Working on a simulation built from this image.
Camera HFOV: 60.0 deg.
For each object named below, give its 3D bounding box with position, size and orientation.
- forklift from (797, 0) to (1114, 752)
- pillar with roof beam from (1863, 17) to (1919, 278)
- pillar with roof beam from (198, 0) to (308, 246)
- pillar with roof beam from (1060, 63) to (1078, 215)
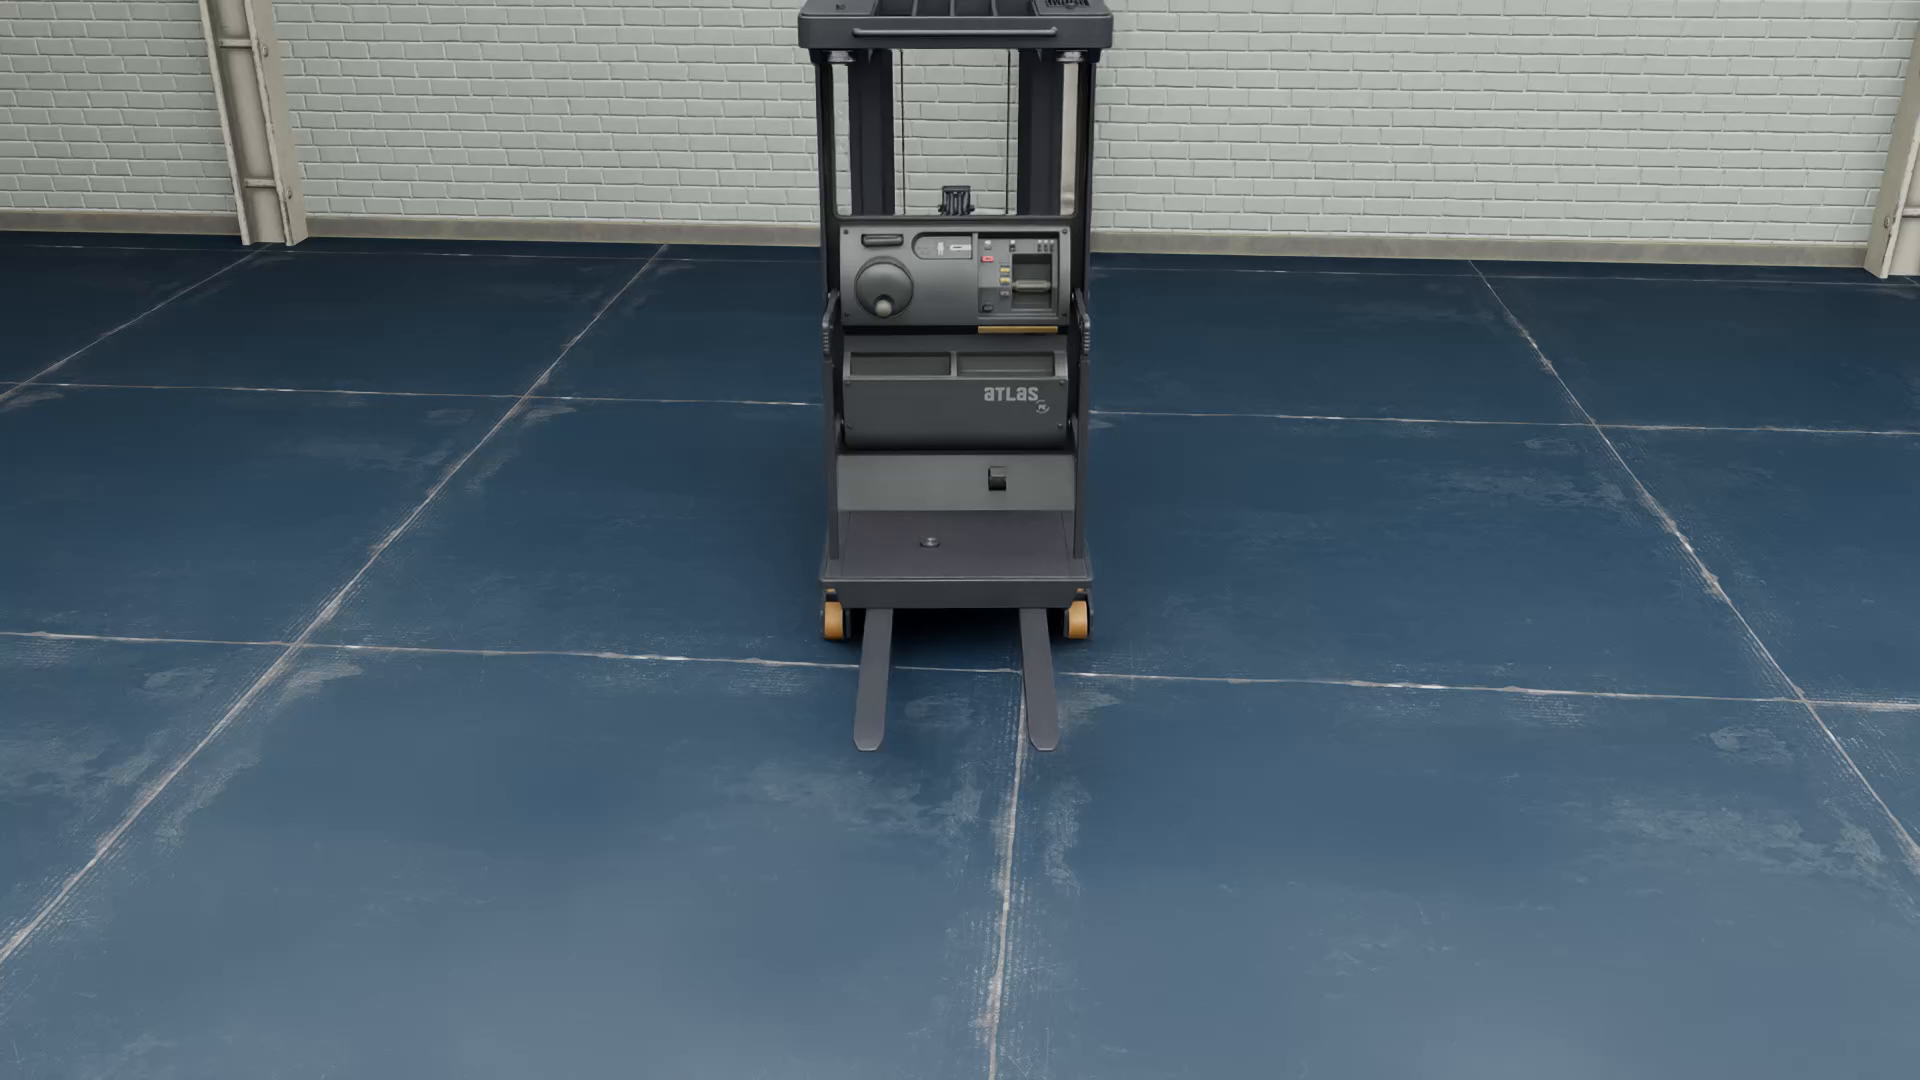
[{"bbox_3d":[-0.016,-1.047,6.518,1.130,2.935,3.031,0,25,0],"label":"forklift"},{"bbox_3d":[6.396,-4.209,6.132,0.400,9.000,9.100,2,25,4],"label":"pillar with roof beam"},{"bbox_3d":[-5.568,-4.593,6.966,0.400,9.000,9.100,2,25,4],"label":"pillar with roof beam"},{"bbox_3d":[0.414,-4.401,6.549,0.400,9.000,9.100,2,25,4],"label":"pillar with roof beam"}]
